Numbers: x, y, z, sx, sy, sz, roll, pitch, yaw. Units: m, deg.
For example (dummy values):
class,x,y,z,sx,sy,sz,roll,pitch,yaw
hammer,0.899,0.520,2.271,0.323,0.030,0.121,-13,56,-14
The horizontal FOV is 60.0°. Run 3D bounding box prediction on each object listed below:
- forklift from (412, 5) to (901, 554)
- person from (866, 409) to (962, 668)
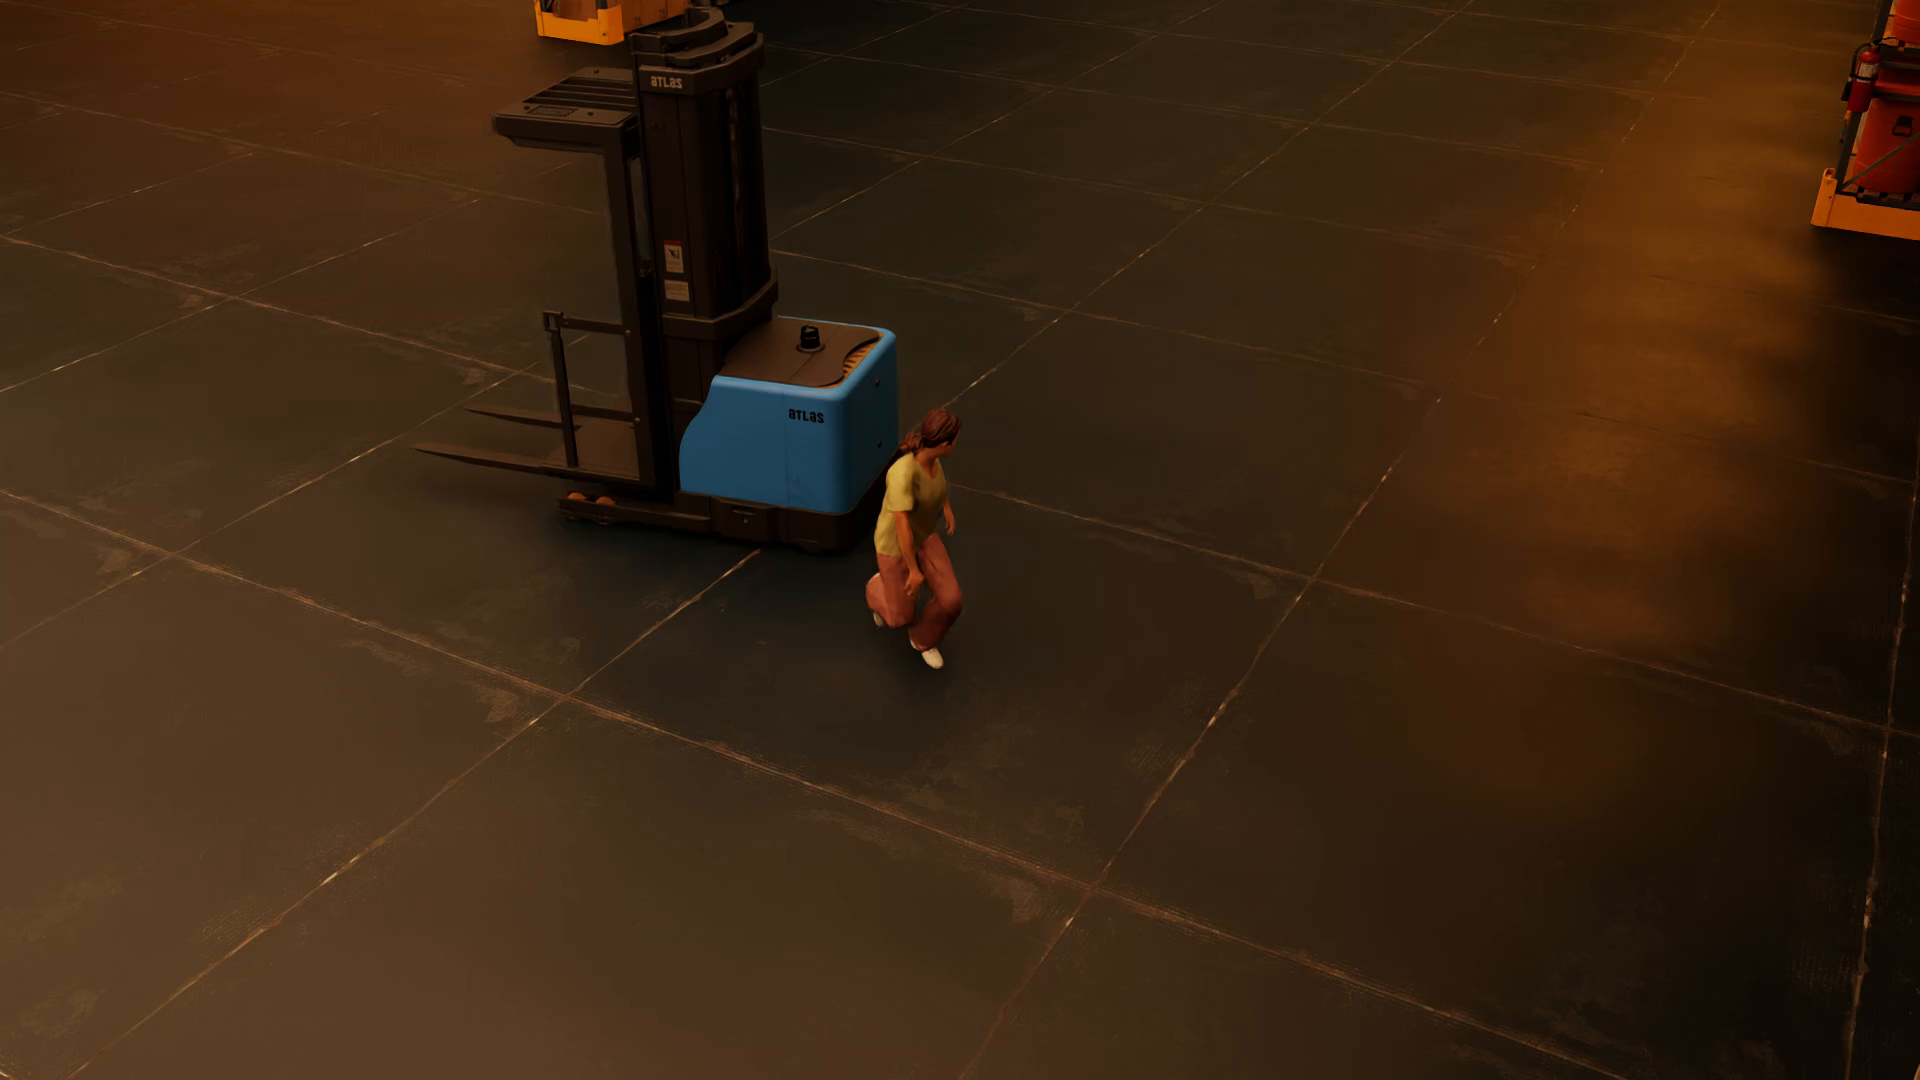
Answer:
class,x,y,z,sx,sy,sz,roll,pitch,yaw
forklift,-1.944,-1.604,9.851,3.031,2.935,1.130,9,31,15
person,-0.226,-0.050,8.664,0.609,1.465,0.692,-25,38,-36
